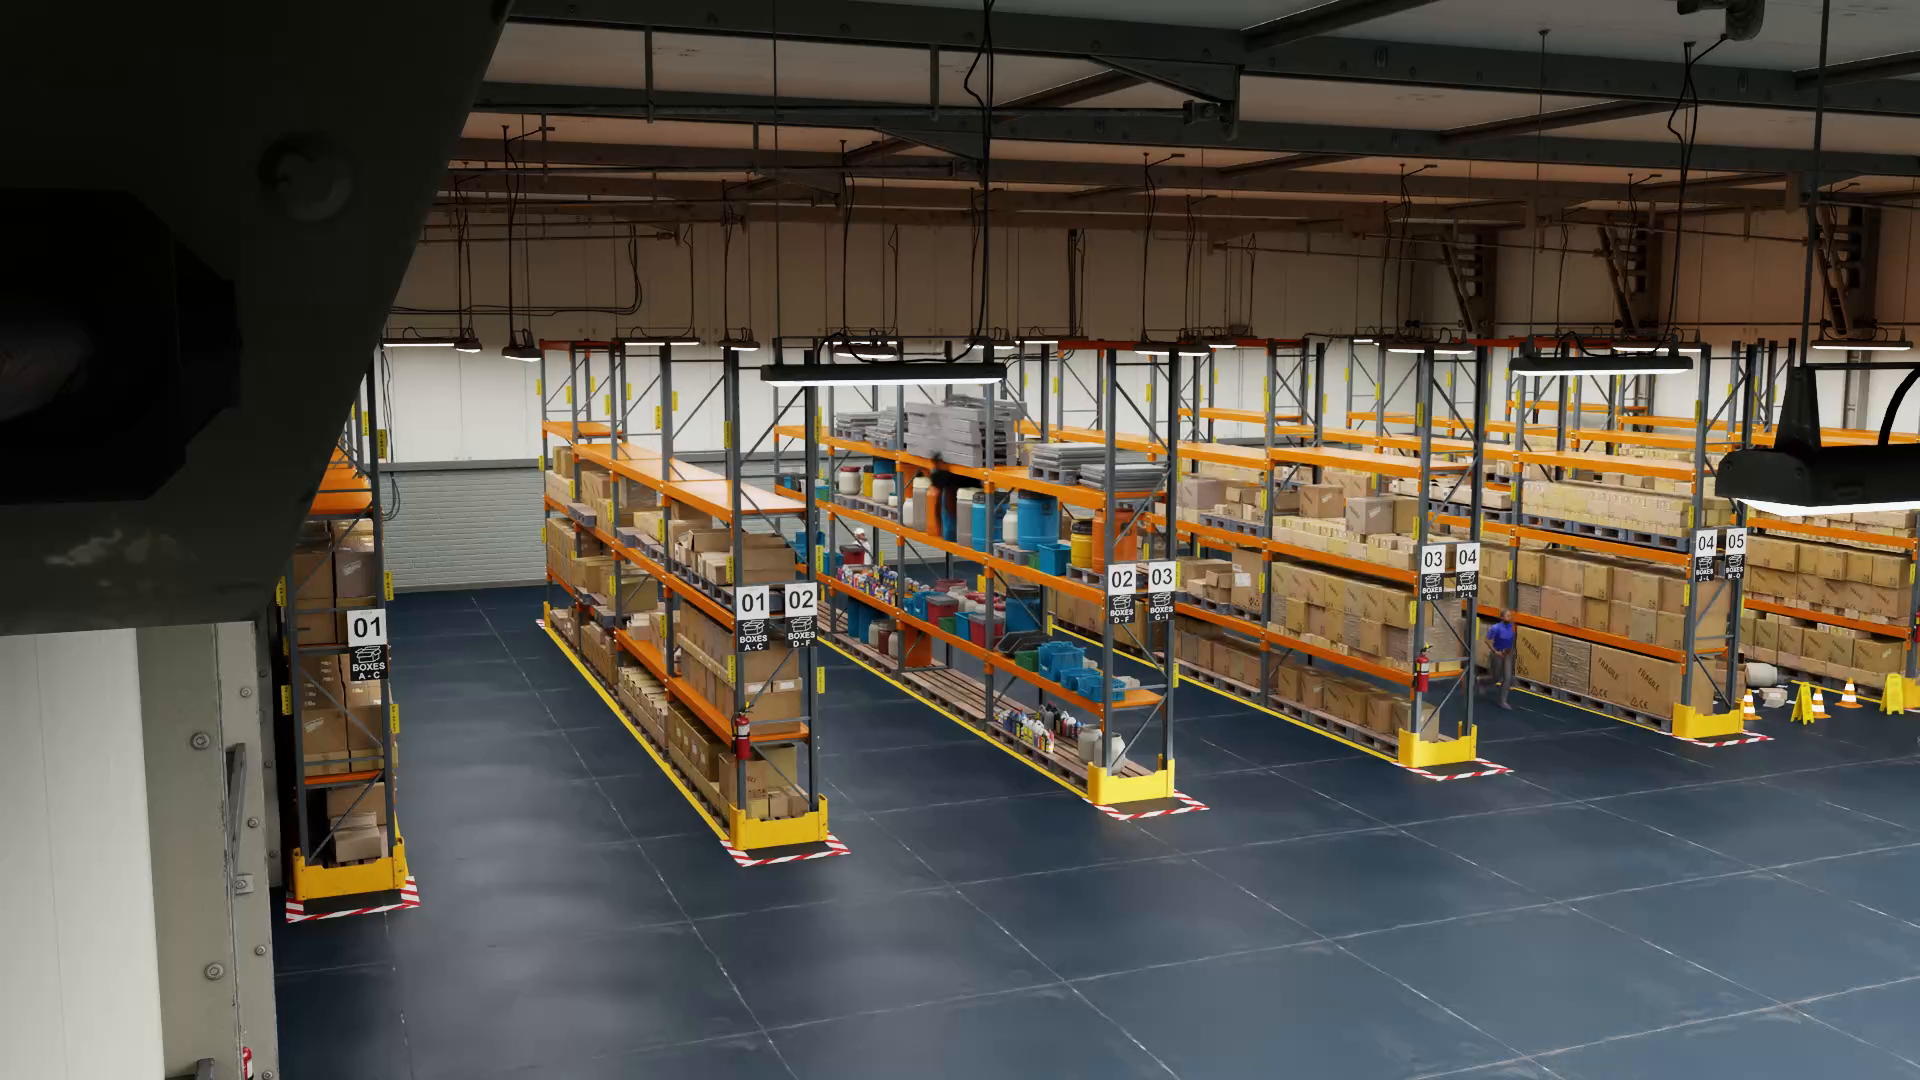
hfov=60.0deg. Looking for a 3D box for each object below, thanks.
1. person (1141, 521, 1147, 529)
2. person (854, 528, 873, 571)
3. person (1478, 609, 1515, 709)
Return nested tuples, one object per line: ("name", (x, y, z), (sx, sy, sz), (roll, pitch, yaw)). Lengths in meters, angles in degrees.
("person", (4.327, 0.376, 39.240), (0.733, 1.728, 0.673), (-2, 8, -13))
("person", (-2.217, 0.568, 37.769), (0.692, 1.719, 0.716), (4, 8, 25))
("person", (8.985, 1.945, 27.711), (0.600, 1.640, 0.788), (-3, 8, -25))
